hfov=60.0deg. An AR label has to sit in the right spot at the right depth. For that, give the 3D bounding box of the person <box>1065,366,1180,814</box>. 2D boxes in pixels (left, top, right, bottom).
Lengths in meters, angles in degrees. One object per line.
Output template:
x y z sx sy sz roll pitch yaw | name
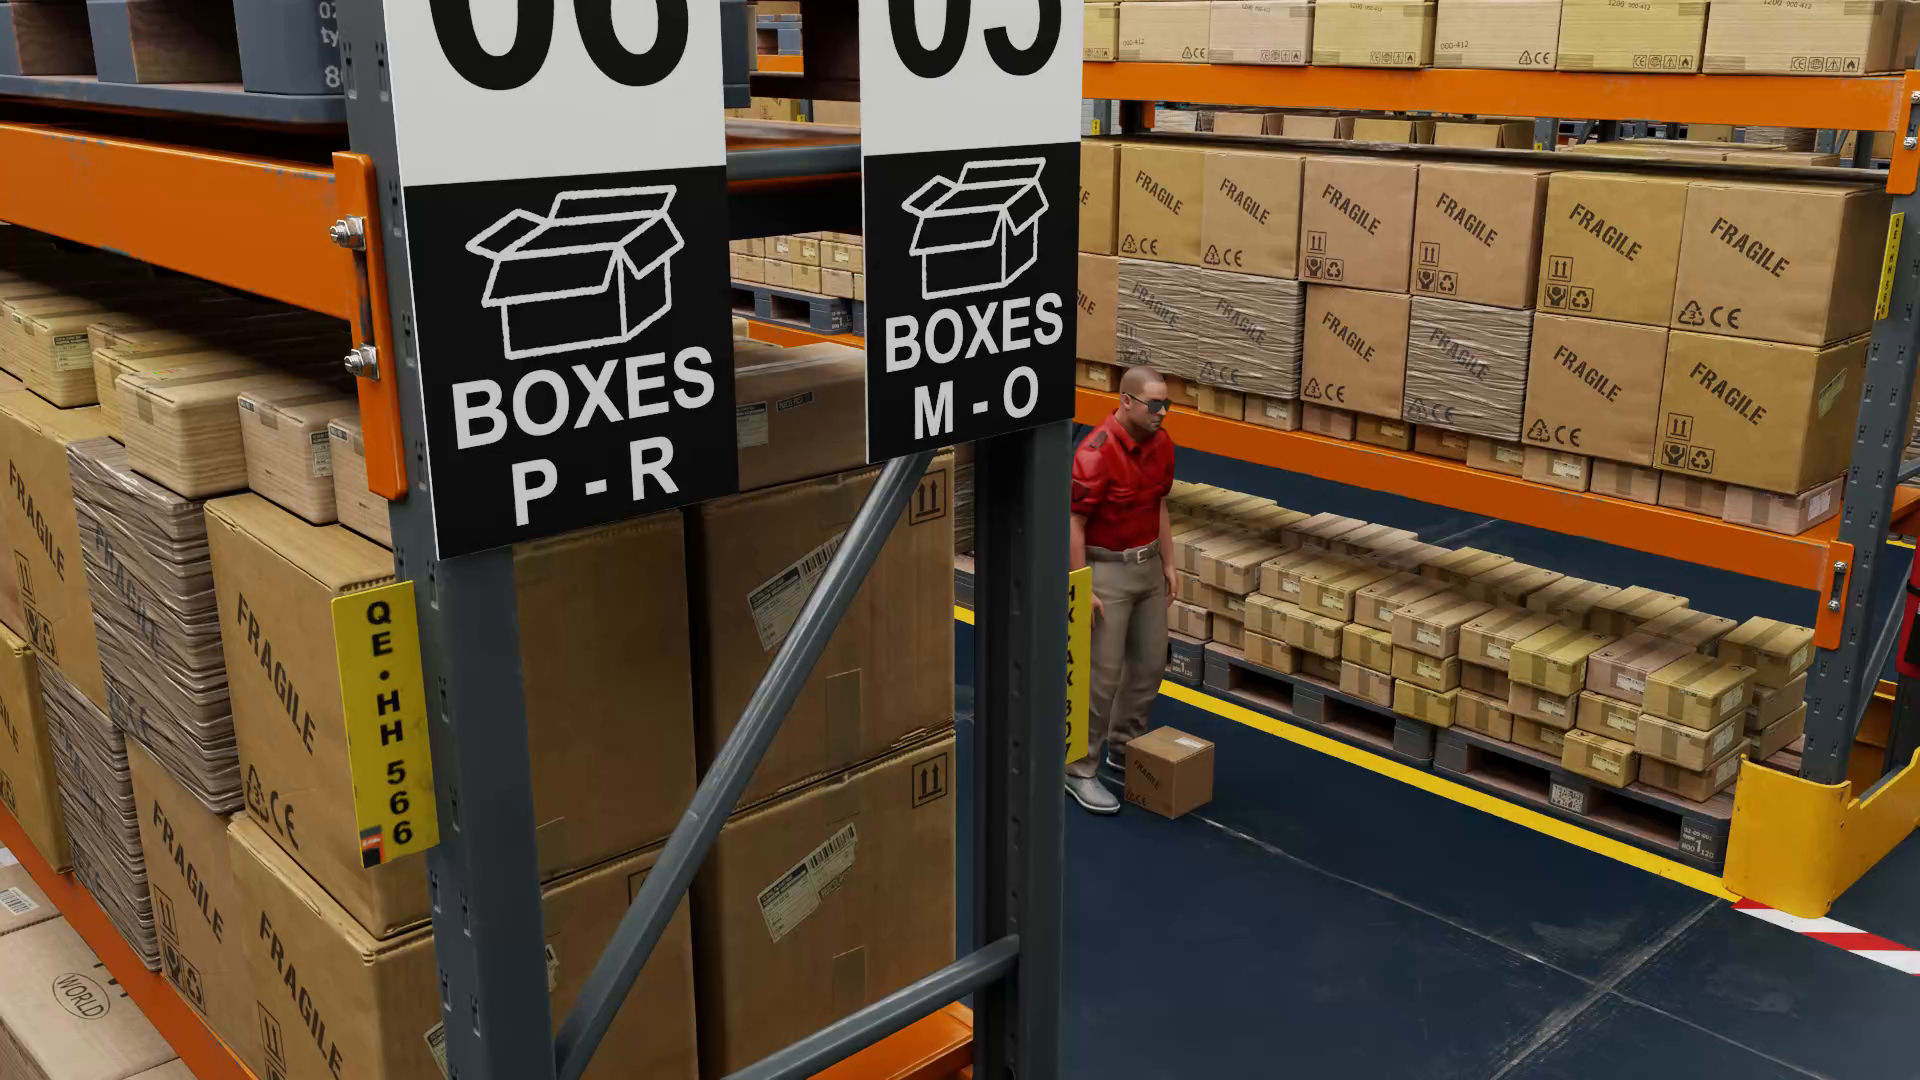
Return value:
0.641 0.164 6.537 0.587 1.727 0.398 -16 23 -41 | person
